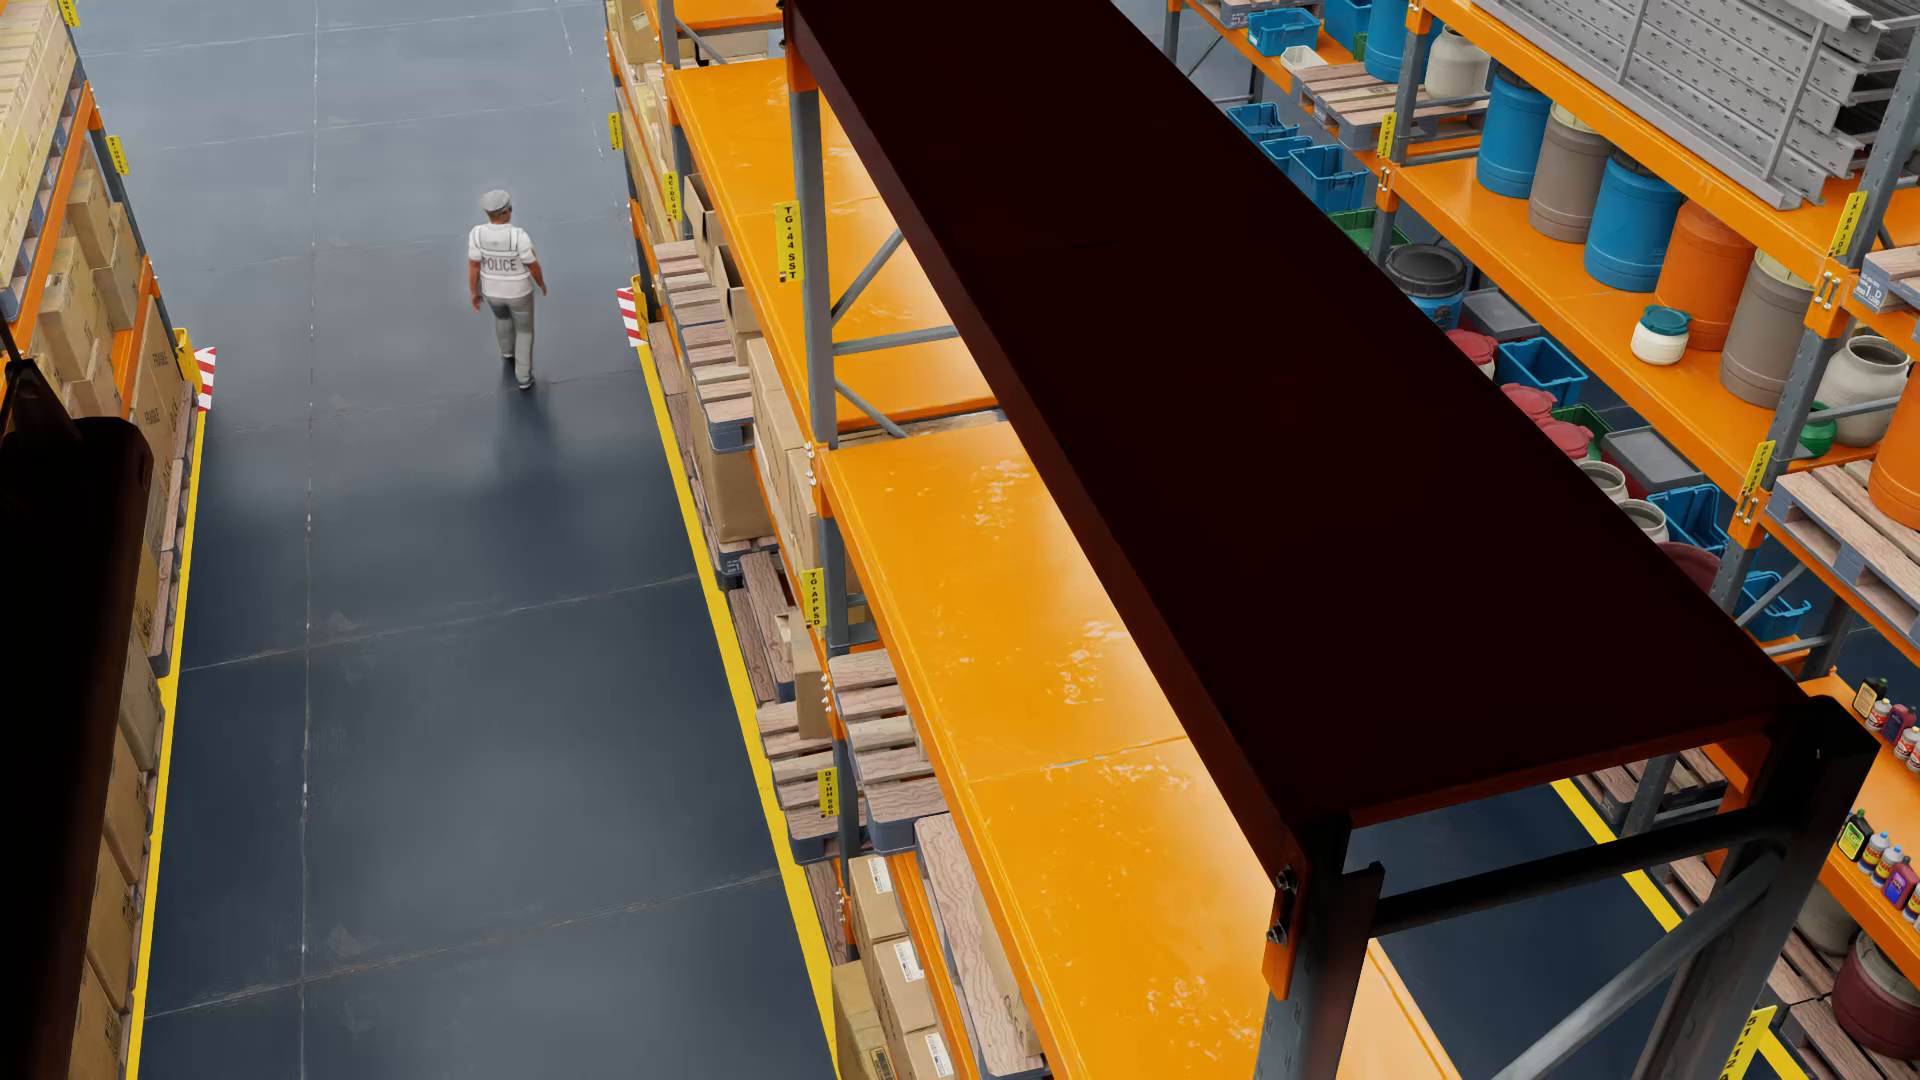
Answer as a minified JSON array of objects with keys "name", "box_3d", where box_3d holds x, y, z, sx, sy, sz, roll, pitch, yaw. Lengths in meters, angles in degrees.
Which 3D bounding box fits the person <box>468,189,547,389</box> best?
[{"name":"person","box_3d":[-3.822,-2.199,14.191,0.637,1.759,0.725,6,39,8]}]
